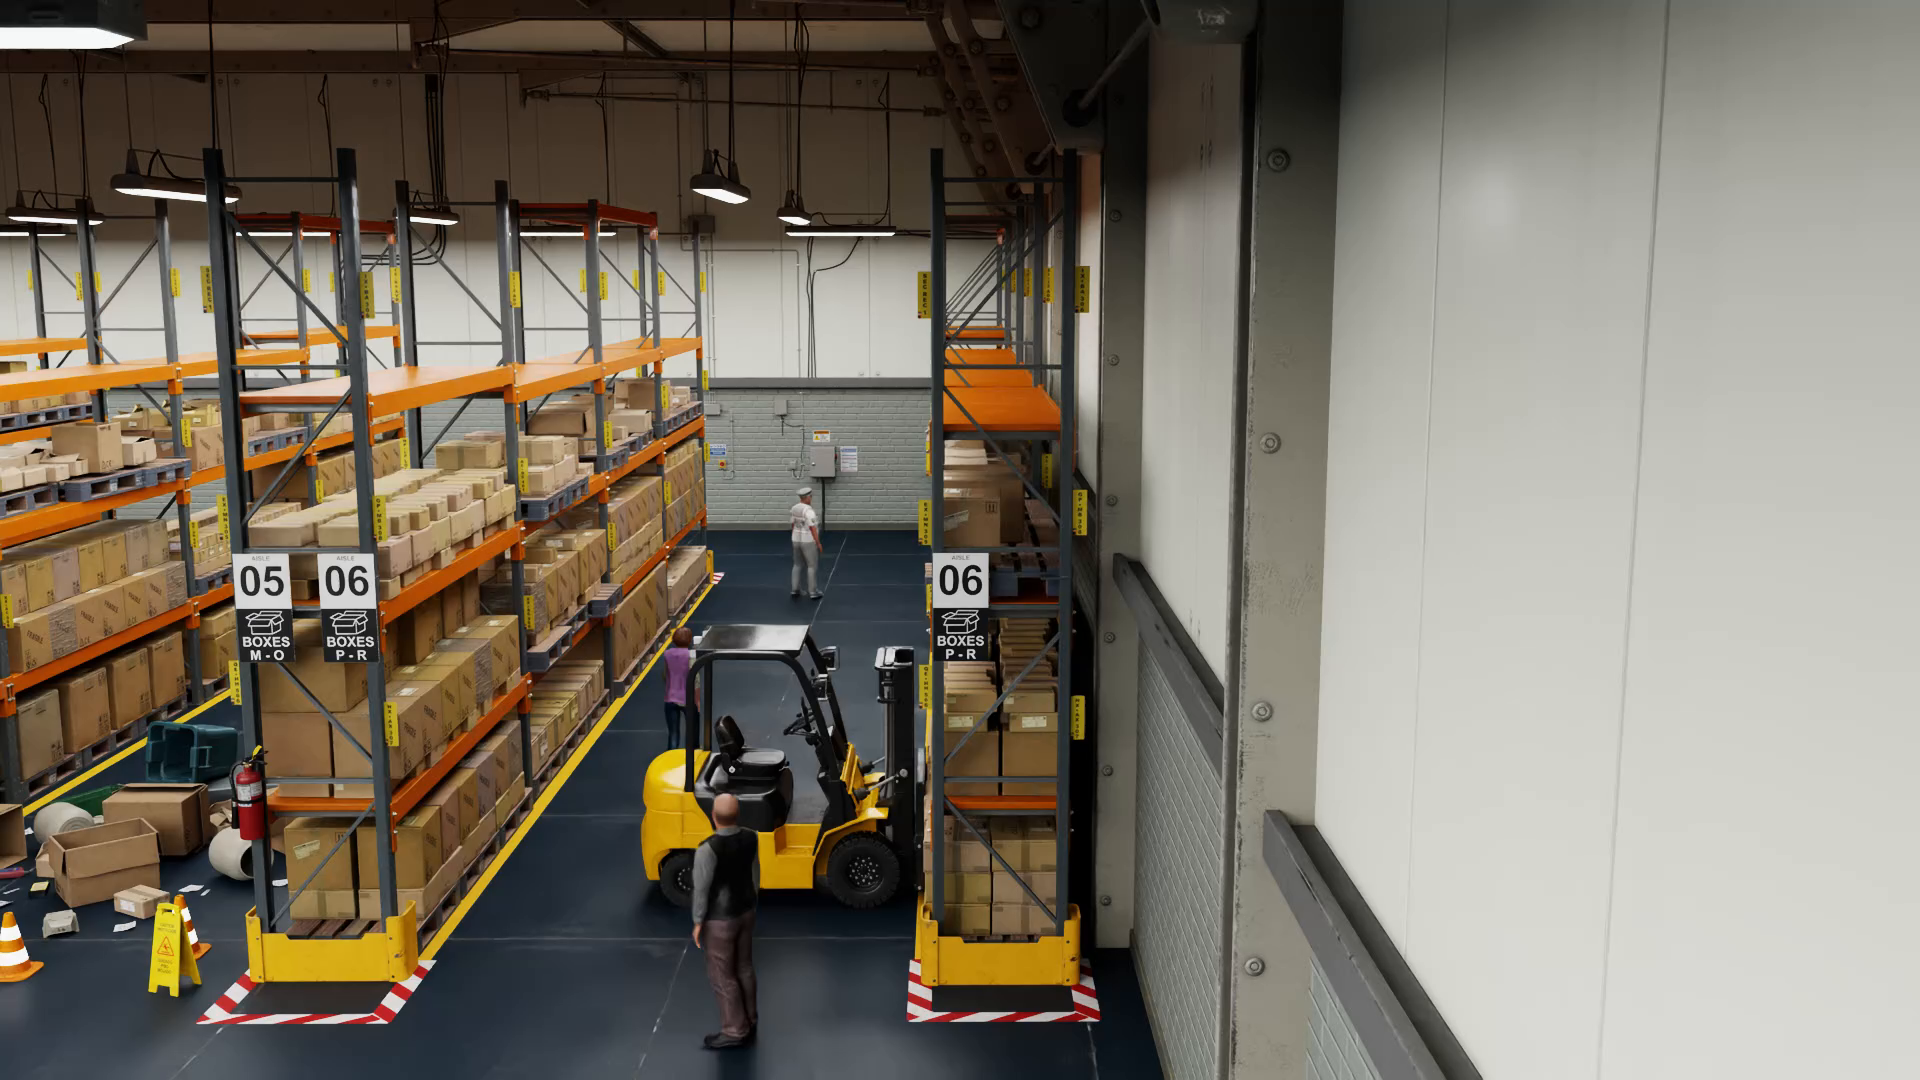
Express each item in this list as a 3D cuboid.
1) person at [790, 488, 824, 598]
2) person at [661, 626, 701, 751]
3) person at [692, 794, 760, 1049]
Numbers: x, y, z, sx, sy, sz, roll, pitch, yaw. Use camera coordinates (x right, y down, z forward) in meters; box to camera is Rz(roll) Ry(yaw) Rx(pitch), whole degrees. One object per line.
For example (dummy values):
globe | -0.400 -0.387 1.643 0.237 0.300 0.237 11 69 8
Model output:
person | -2.476 0.046 26.672 0.440 1.787 0.597 -9 13 -44
person | -2.870 1.675 17.192 0.465 1.568 0.915 1 9 5
person | -1.571 2.549 11.215 0.398 1.742 0.590 4 10 25
